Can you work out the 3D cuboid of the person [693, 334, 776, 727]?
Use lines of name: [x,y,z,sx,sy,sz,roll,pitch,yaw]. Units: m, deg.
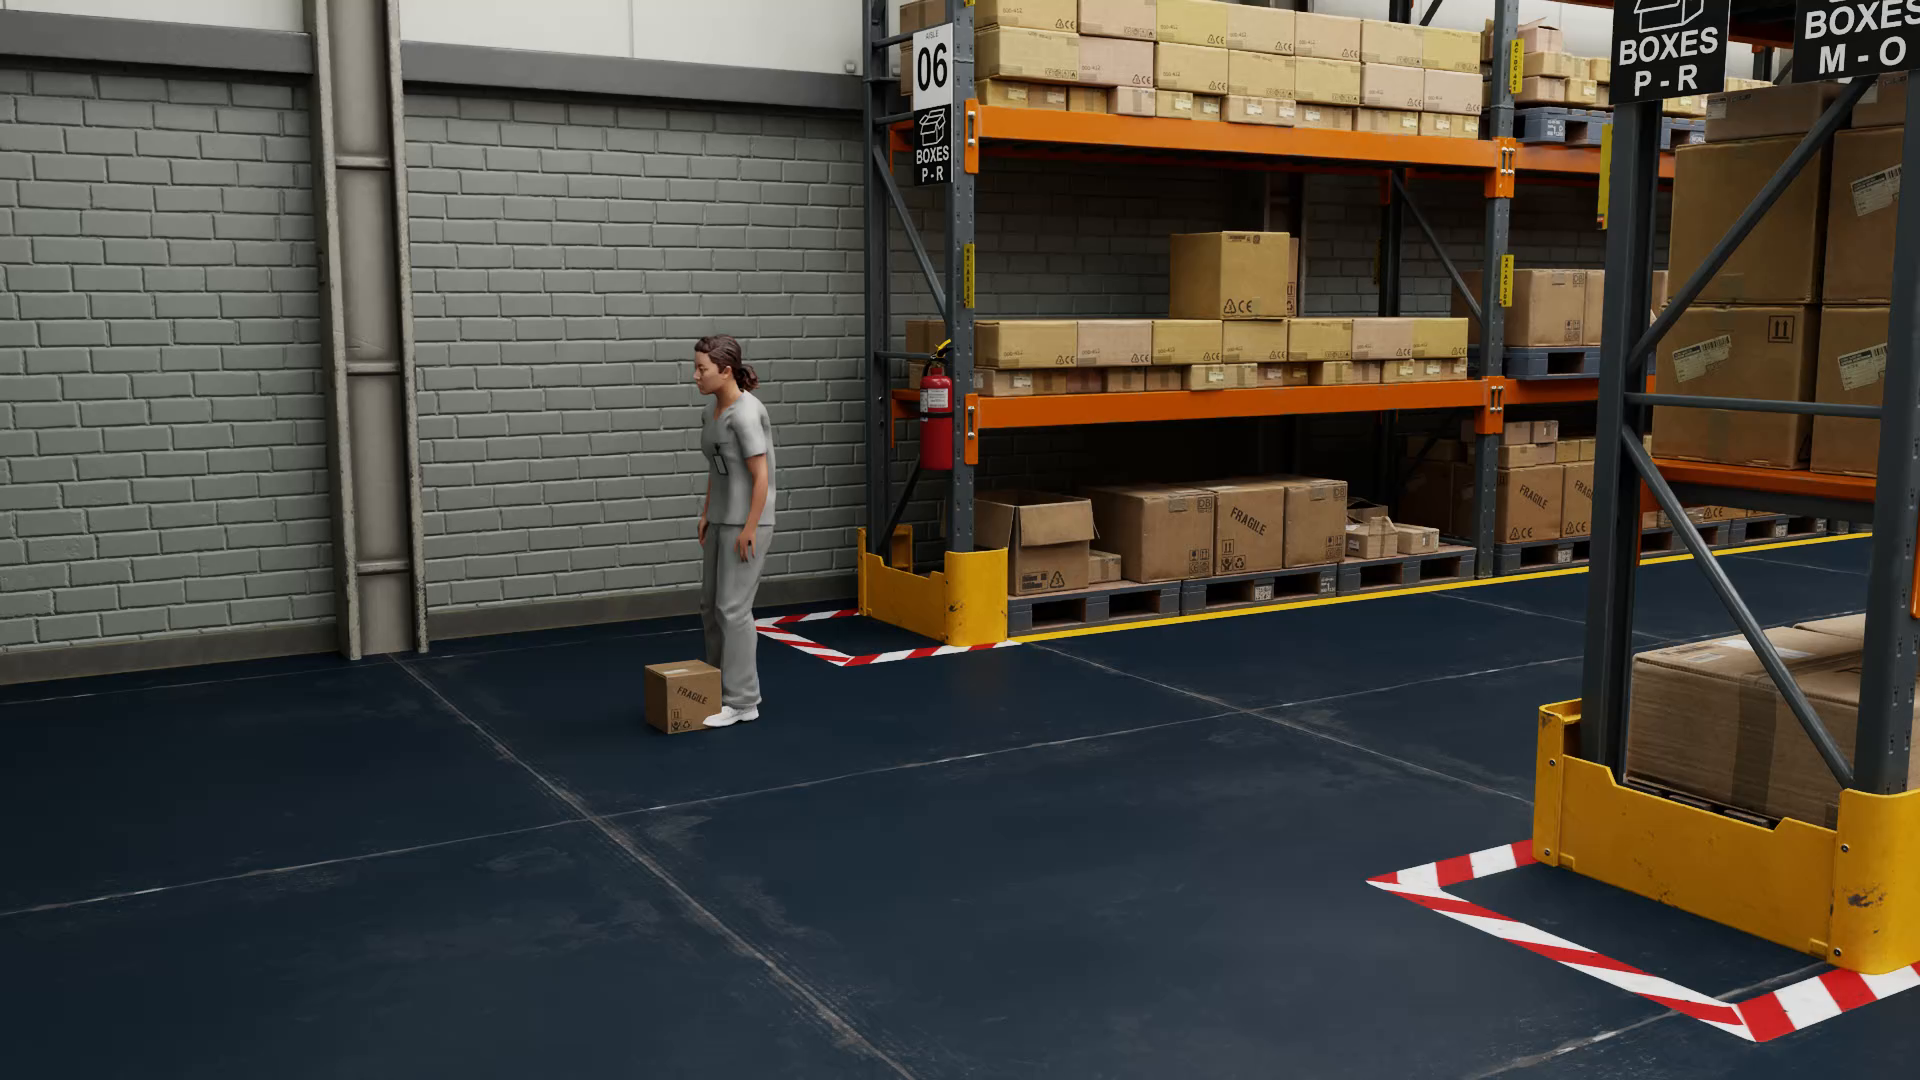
person: [-1.007,-0.020,7.177,0.405,1.613,0.497,-5,10,-32]
